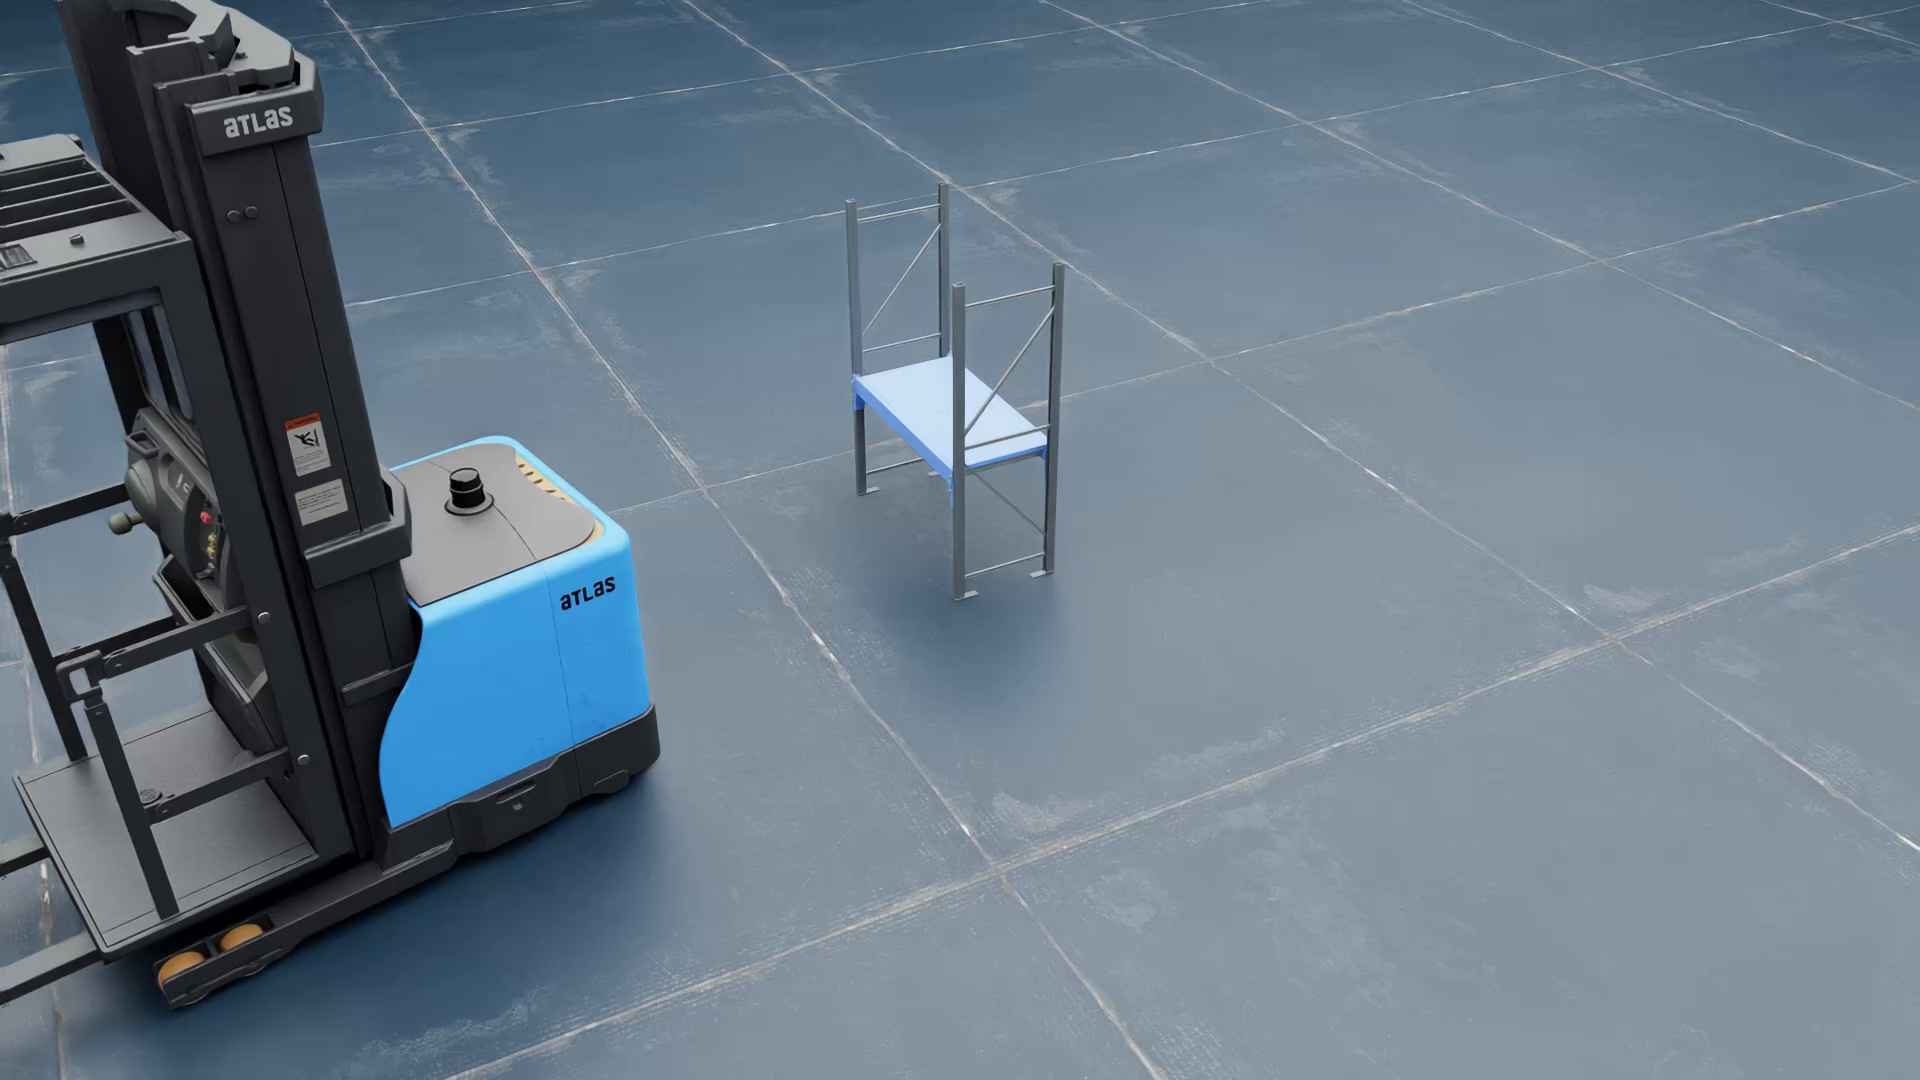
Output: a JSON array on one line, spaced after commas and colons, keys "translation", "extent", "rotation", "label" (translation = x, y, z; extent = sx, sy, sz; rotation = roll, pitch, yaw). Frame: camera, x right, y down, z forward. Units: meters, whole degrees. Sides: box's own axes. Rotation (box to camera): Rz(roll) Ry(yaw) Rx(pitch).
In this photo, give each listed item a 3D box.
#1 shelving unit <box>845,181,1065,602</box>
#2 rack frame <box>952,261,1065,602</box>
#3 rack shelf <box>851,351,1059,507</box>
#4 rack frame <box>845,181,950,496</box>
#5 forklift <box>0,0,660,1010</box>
[{"translation": [-0.040, -0.672, 7.409], "extent": [0.538, 1.500, 1.048], "rotation": [-16, 36, -23], "label": "shelving unit"}, {"translation": [0.197, -0.430, 7.030], "extent": [0.500, 1.500, 0.032], "rotation": [-16, 36, -23], "label": "rack frame"}, {"translation": [-0.040, -0.521, 7.506], "extent": [0.538, 0.185, 1.000], "rotation": [-16, 36, -23], "label": "rack shelf"}, {"translation": [-0.277, -0.915, 7.788], "extent": [0.500, 1.500, 0.032], "rotation": [-16, 36, -23], "label": "rack frame"}, {"translation": [-2.604, -0.050, 5.111], "extent": [3.031, 2.935, 1.130], "rotation": [-24, 40, -32], "label": "forklift"}]
